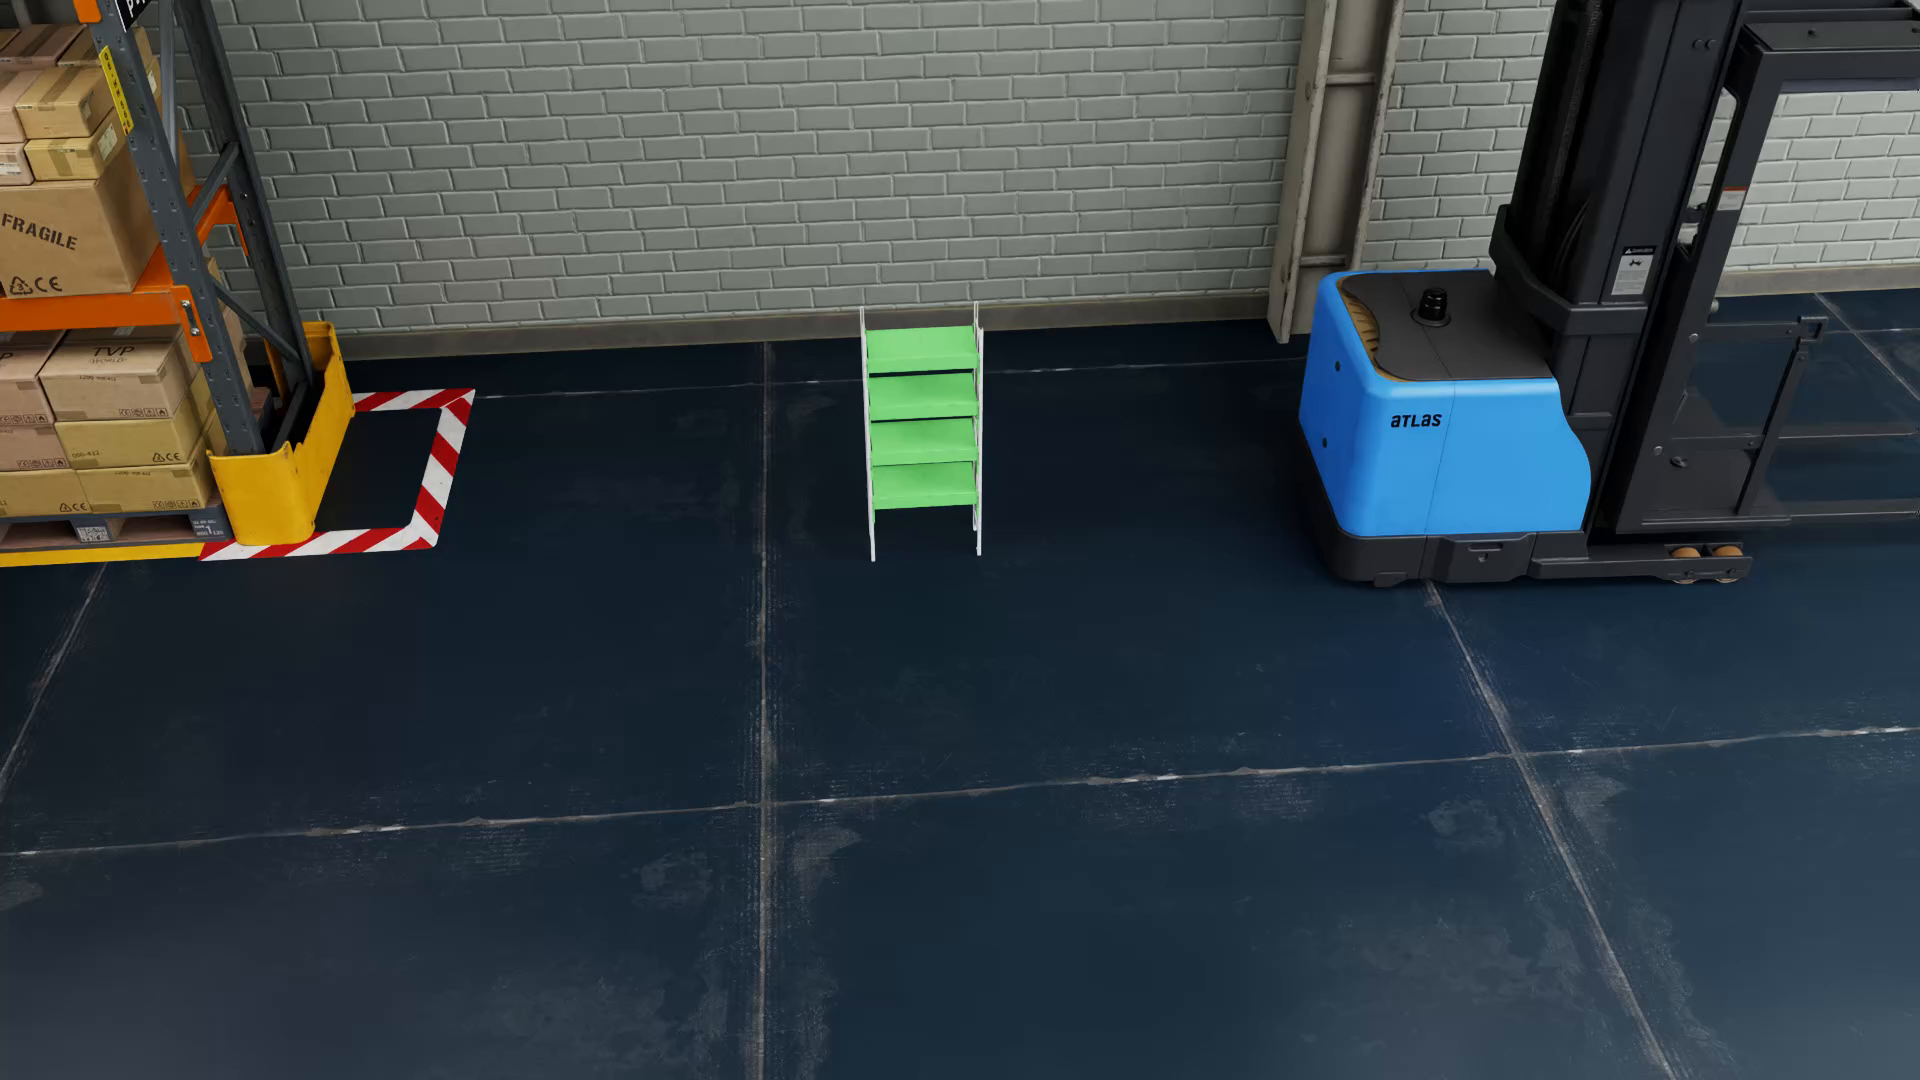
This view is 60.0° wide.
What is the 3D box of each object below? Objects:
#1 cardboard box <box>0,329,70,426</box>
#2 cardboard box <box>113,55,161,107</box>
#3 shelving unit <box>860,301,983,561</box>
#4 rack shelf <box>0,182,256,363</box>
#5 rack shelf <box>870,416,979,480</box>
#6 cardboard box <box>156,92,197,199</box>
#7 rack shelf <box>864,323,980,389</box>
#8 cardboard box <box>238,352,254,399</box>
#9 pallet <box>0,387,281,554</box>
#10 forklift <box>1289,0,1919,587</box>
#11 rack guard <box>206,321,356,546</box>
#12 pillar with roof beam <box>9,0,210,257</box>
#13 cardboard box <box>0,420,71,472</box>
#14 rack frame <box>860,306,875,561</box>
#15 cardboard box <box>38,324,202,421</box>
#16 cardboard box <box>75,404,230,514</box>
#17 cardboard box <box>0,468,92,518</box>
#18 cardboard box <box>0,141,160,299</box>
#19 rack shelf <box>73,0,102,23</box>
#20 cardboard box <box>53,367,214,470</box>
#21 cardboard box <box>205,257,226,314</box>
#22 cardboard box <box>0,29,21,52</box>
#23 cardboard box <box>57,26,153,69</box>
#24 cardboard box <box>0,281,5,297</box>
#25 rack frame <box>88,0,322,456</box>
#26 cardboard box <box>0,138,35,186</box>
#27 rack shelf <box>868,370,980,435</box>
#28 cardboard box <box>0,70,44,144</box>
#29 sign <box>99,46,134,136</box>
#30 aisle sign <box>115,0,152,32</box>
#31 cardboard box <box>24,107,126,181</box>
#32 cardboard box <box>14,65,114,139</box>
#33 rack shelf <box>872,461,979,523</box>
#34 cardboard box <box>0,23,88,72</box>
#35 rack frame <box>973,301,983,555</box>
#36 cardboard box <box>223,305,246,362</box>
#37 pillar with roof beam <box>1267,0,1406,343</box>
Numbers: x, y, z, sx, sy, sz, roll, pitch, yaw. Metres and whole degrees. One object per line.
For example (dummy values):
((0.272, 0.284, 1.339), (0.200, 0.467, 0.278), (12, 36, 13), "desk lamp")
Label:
((-4.213, -0.742, 7.343), (0.500, 0.250, 0.500), (-2, 38, -3), "cardboard box")
((-3.634, -1.949, 7.194), (0.250, 0.149, 0.380), (-4, 38, -5), "cardboard box")
((-0.165, -0.462, 7.367), (0.503, 1.200, 0.258), (-3, 38, -4), "shelving unit")
((-5.266, -1.122, 7.331), (4.000, 0.370, 1.077), (-3, 38, -4), "rack shelf")
((-0.165, -0.412, 7.406), (0.480, 0.148, 0.258), (-3, 38, -4), "rack shelf")
((-3.792, -1.697, 7.399), (0.500, 0.500, 0.500), (-2, 38, -3), "cardboard box")
((-0.165, -0.789, 7.109), (0.480, 0.148, 0.258), (-3, 38, -4), "rack shelf")
((-3.780, -0.693, 8.087), (0.500, 0.250, 0.500), (-3, 38, -4), "cardboard box")
((-4.032, -0.351, 8.025), (1.213, 0.211, 1.003), (-3, 38, -4), "pallet")
((3.149, -1.280, 7.006), (3.031, 2.935, 1.130), (-2, 38, -2), "forklift")
((-3.250, -0.534, 8.023), (0.348, 0.500, 1.175), (-3, 38, -4), "rack guard")
((-3.666, -1.731, 2.679), (0.400, 9.000, 9.100), (-3, 38, -4), "pillar with roof beam")
((-4.231, -0.555, 7.509), (0.500, 0.250, 0.500), (-3, 38, -4), "cardboard box")
((-0.408, -0.449, 7.350), (0.015, 1.200, 0.240), (-3, 38, -4), "rack frame")
((-3.705, -0.774, 7.383), (0.500, 0.250, 0.500), (-2, 38, -2), "cardboard box")
((-3.714, -0.378, 7.689), (0.500, 0.250, 0.500), (-3, 38, -4), "cardboard box")
((-4.210, -0.357, 7.662), (0.500, 0.250, 0.500), (-3, 38, -4), "cardboard box")
((-3.740, -1.364, 6.976), (0.500, 0.500, 0.500), (-4, 38, -5), "cardboard box")
((-5.266, -2.299, 6.402), (4.000, 0.370, 1.077), (-3, 38, -4), "rack shelf")
((-3.731, -0.576, 7.535), (0.500, 0.250, 0.500), (-4, 38, -5), "cardboard box")
((-3.769, -1.082, 7.773), (0.500, 0.250, 0.500), (-4, 38, -5), "cardboard box")
((-4.152, -2.021, 7.045), (0.250, 0.149, 0.380), (-2, 38, -3), "cardboard box")
((-3.627, -2.038, 7.067), (0.250, 0.149, 0.380), (-4, 38, -5), "cardboard box")
((-4.258, -1.341, 6.948), (0.500, 0.500, 0.500), (-2, 38, -3), "cardboard box")
((-3.274, -1.514, 7.247), (0.127, 3.000, 1.000), (-3, 38, -4), "rack frame")
((-3.846, -1.583, 6.731), (0.250, 0.149, 0.380), (-3, 38, -3), "cardboard box")
((-0.165, -0.600, 7.258), (0.480, 0.148, 0.258), (-3, 38, -4), "rack shelf")
((-3.855, -1.742, 6.692), (0.250, 0.149, 0.380), (-3, 38, -4), "cardboard box")
((-3.239, -1.726, 6.390), (0.005, 0.325, 0.100), (-3, 38, -4), "sign")
((-3.182, -2.357, 6.217), (0.004, 0.787, 0.394), (-3, 38, -4), "aisle sign")
((-3.594, -1.616, 6.772), (0.250, 0.149, 0.380), (-3, 38, -3), "cardboard box")
((-3.612, -1.775, 6.733), (0.250, 0.149, 0.380), (-3, 38, -4), "cardboard box")
((-0.165, -0.223, 7.555), (0.480, 0.148, 0.258), (-3, 38, -4), "rack shelf")
((-3.897, -2.062, 7.097), (0.250, 0.149, 0.380), (-2, 38, -2), "cardboard box")
((0.078, -0.475, 7.384), (0.015, 1.200, 0.240), (-3, 38, -4), "rack frame")
((-3.760, -0.898, 7.943), (0.500, 0.250, 0.500), (-2, 38, -3), "cardboard box")
((2.311, -2.060, 3.096), (0.400, 9.000, 9.100), (-3, 38, -4), "pillar with roof beam")
